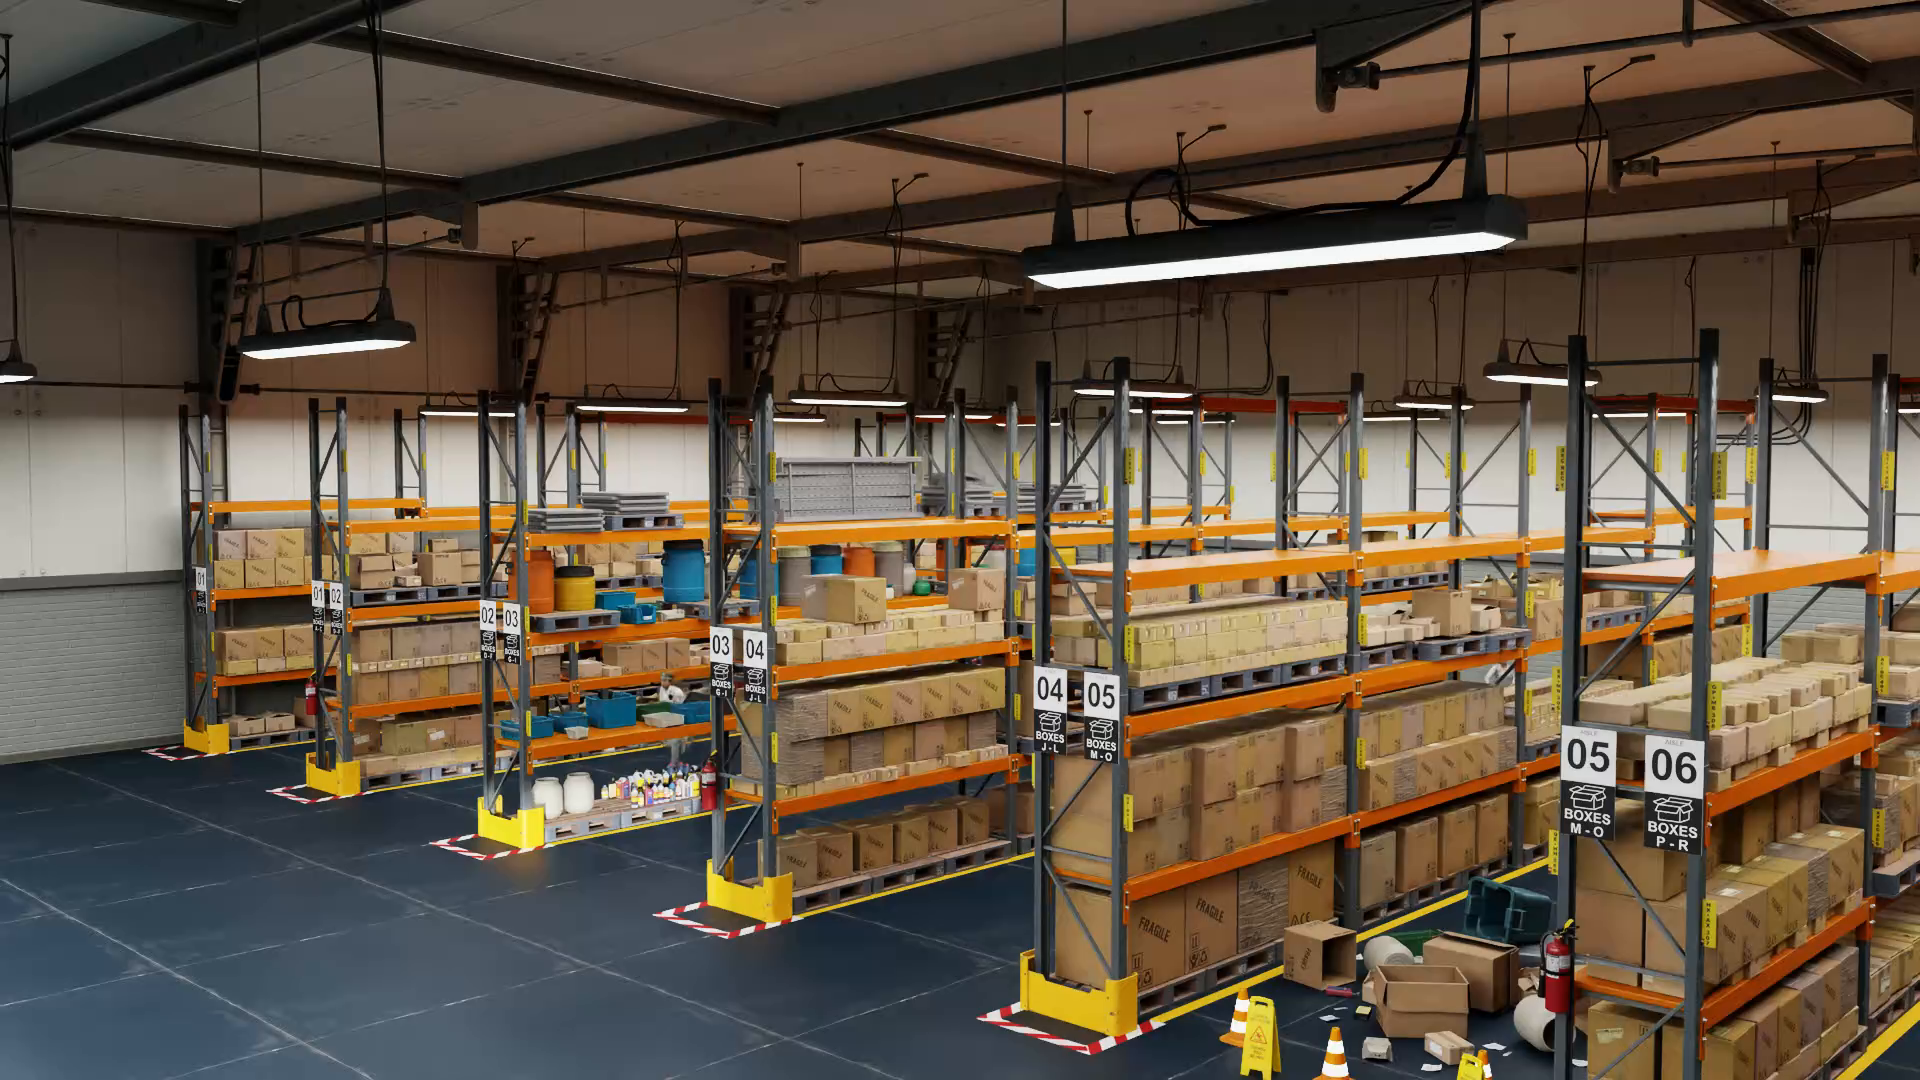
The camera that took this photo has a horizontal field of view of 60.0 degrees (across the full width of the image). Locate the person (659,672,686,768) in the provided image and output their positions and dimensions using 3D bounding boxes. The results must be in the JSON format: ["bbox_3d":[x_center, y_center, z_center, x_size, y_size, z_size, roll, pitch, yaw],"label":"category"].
[{"bbox_3d":[-4.699,2.944,27.258,0.607,1.613,0.685,1,3,25],"label":"person"}]

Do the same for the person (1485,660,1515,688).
[{"bbox_3d":[9.783,2.801,29.946,0.543,1.563,0.529,0,3,-8],"label":"person"}]
